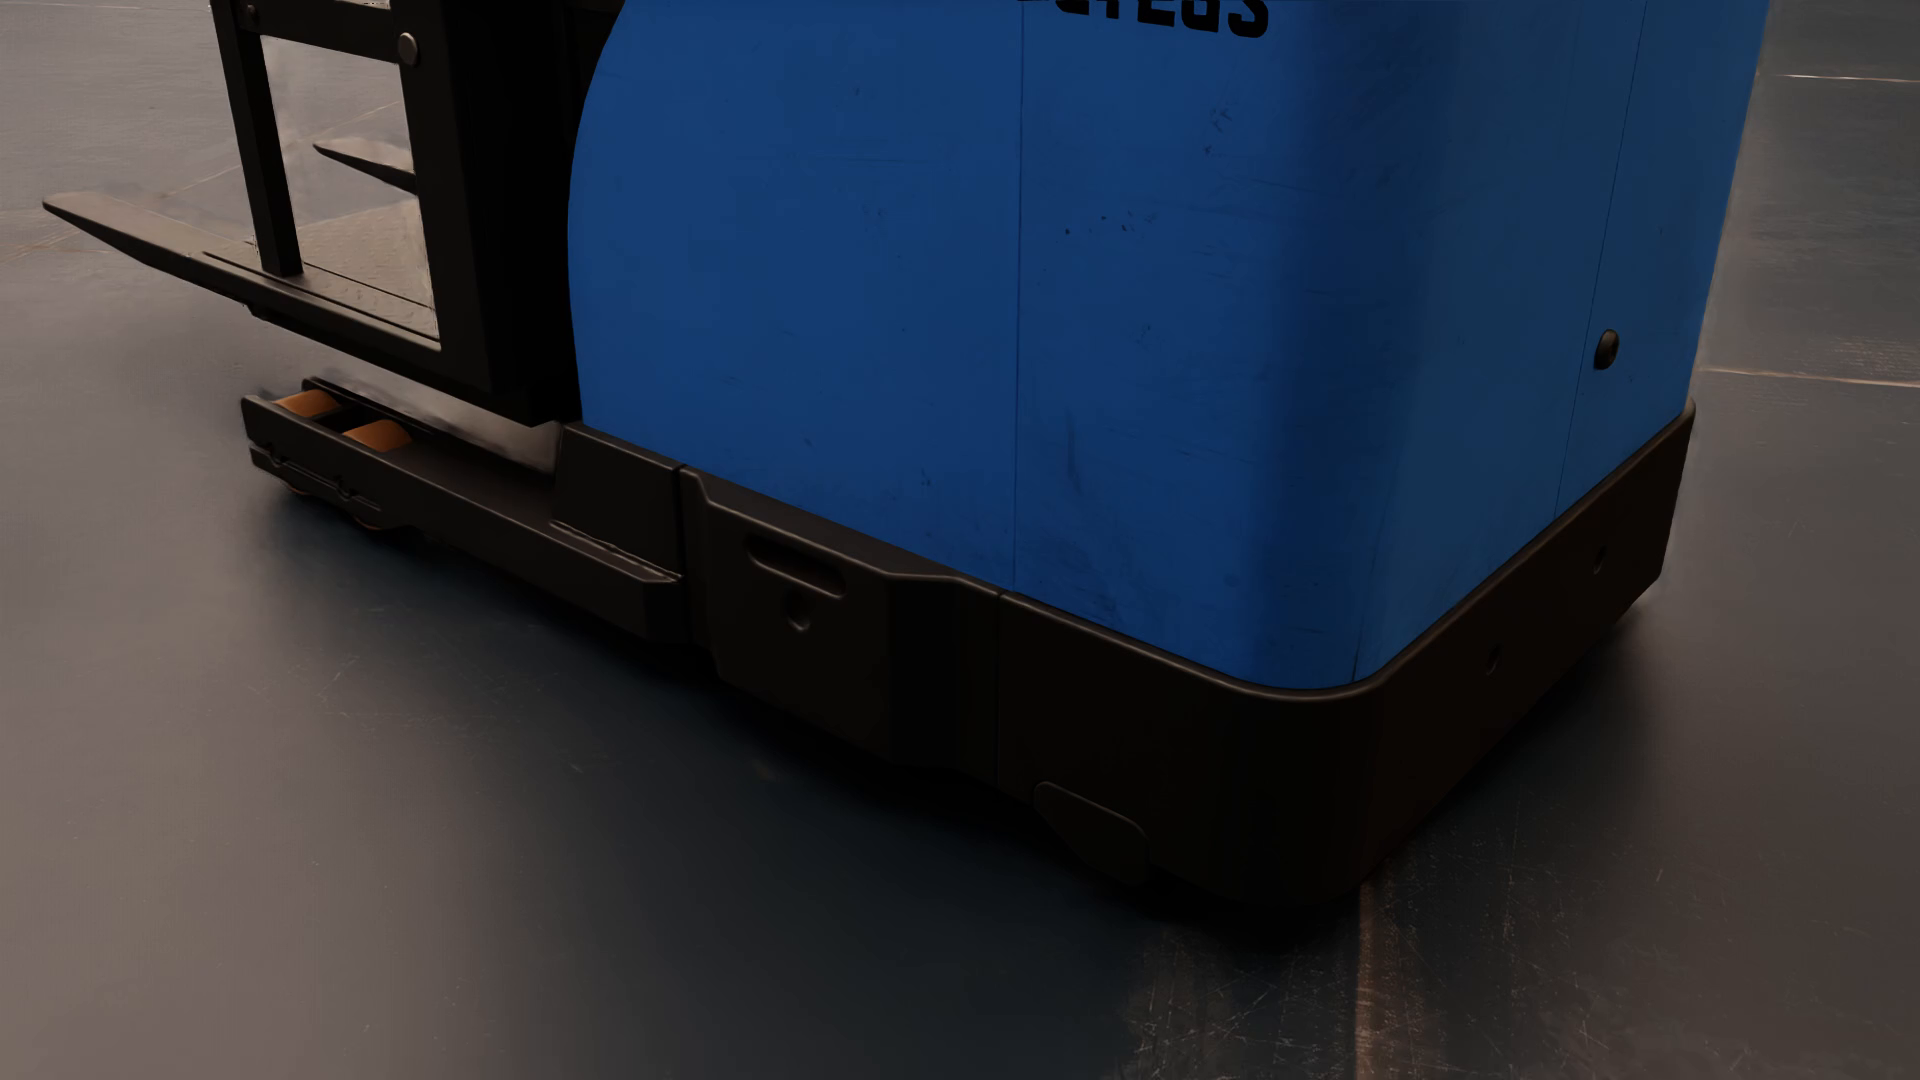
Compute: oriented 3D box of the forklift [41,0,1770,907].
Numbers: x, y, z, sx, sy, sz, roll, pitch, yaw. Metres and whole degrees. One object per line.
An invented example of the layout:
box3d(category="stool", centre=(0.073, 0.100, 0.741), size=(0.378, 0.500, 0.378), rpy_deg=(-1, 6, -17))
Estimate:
box3d(category="forklift", centre=(-0.495, -1.483, 2.186), size=(3.031, 2.935, 1.130), rpy_deg=(21, 33, 35))
